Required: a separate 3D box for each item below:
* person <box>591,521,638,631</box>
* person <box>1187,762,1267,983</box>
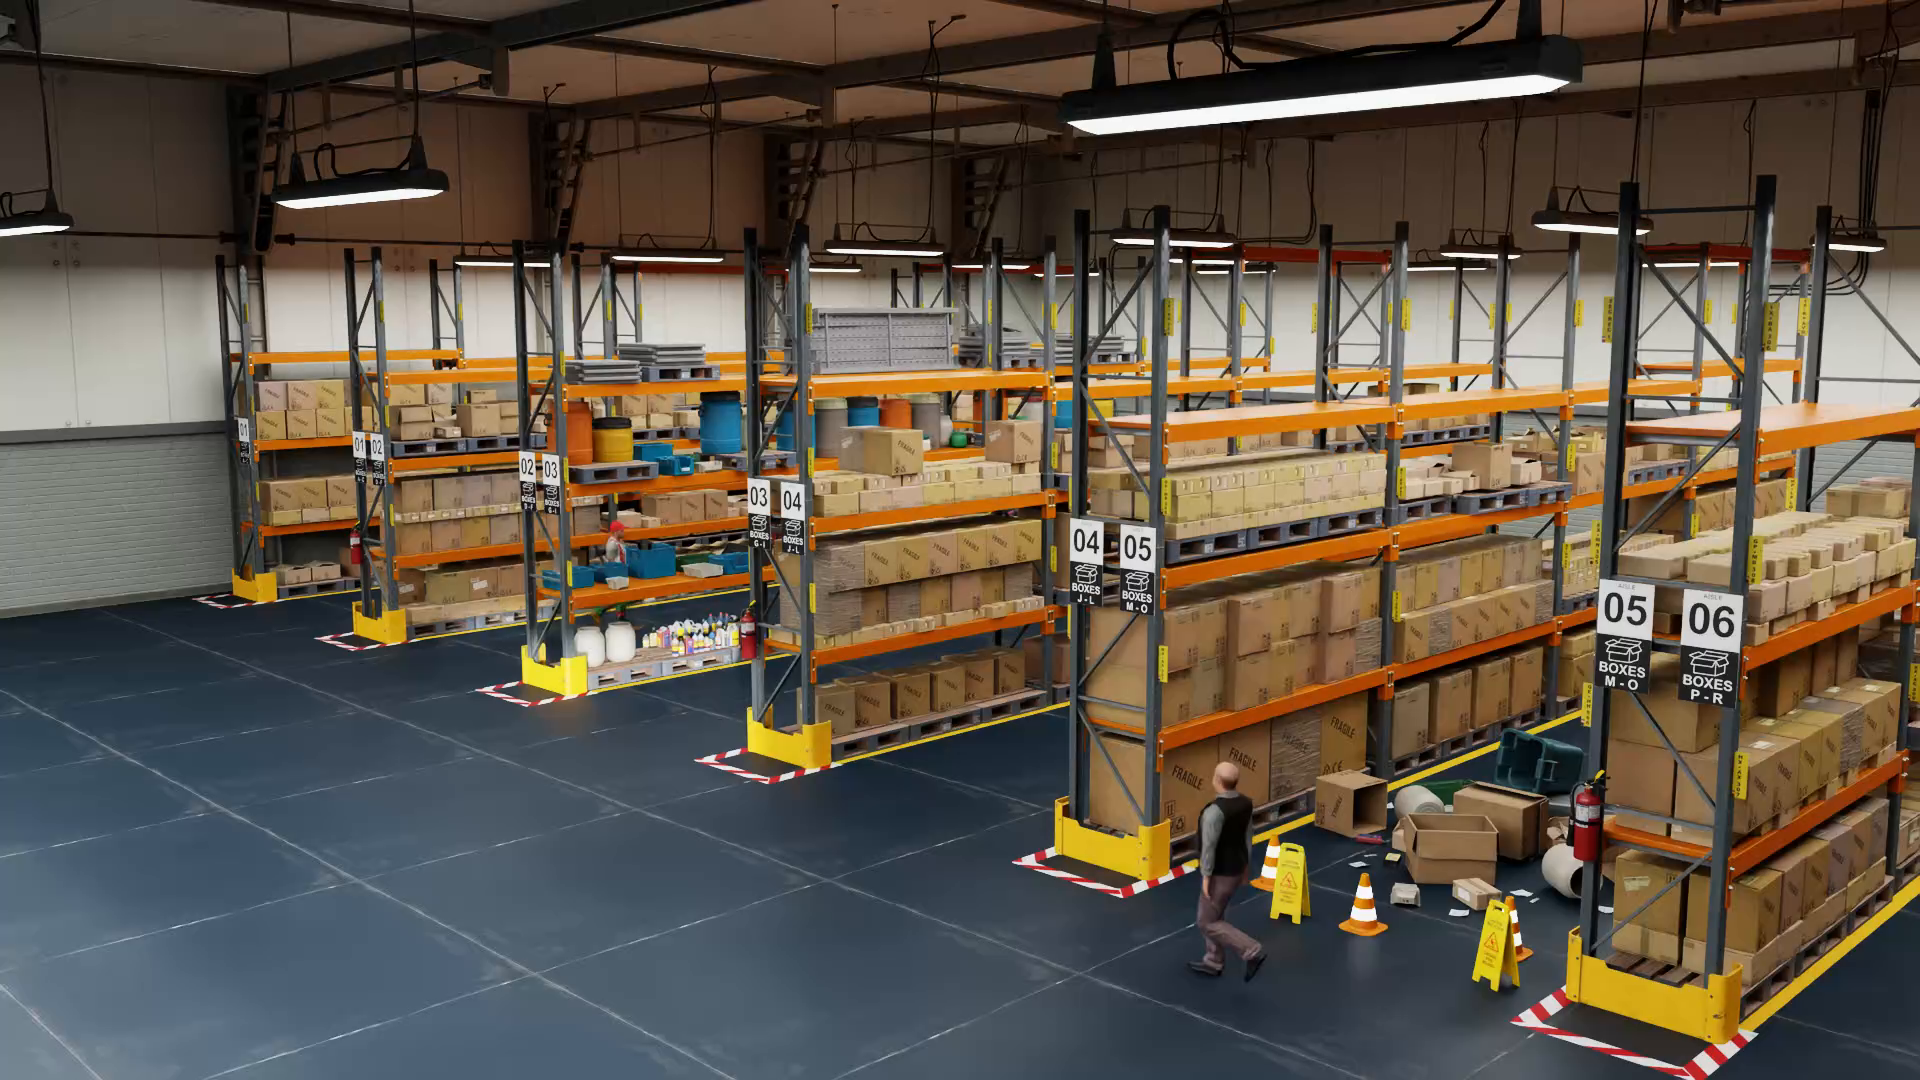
[{"bbox_3d":[-5.448,0.572,26.197,0.681,1.777,0.548,-2,8,-11],"label":"person"},{"bbox_3d":[2.030,2.536,12.635,0.672,1.714,0.531,3,9,21],"label":"person"}]
